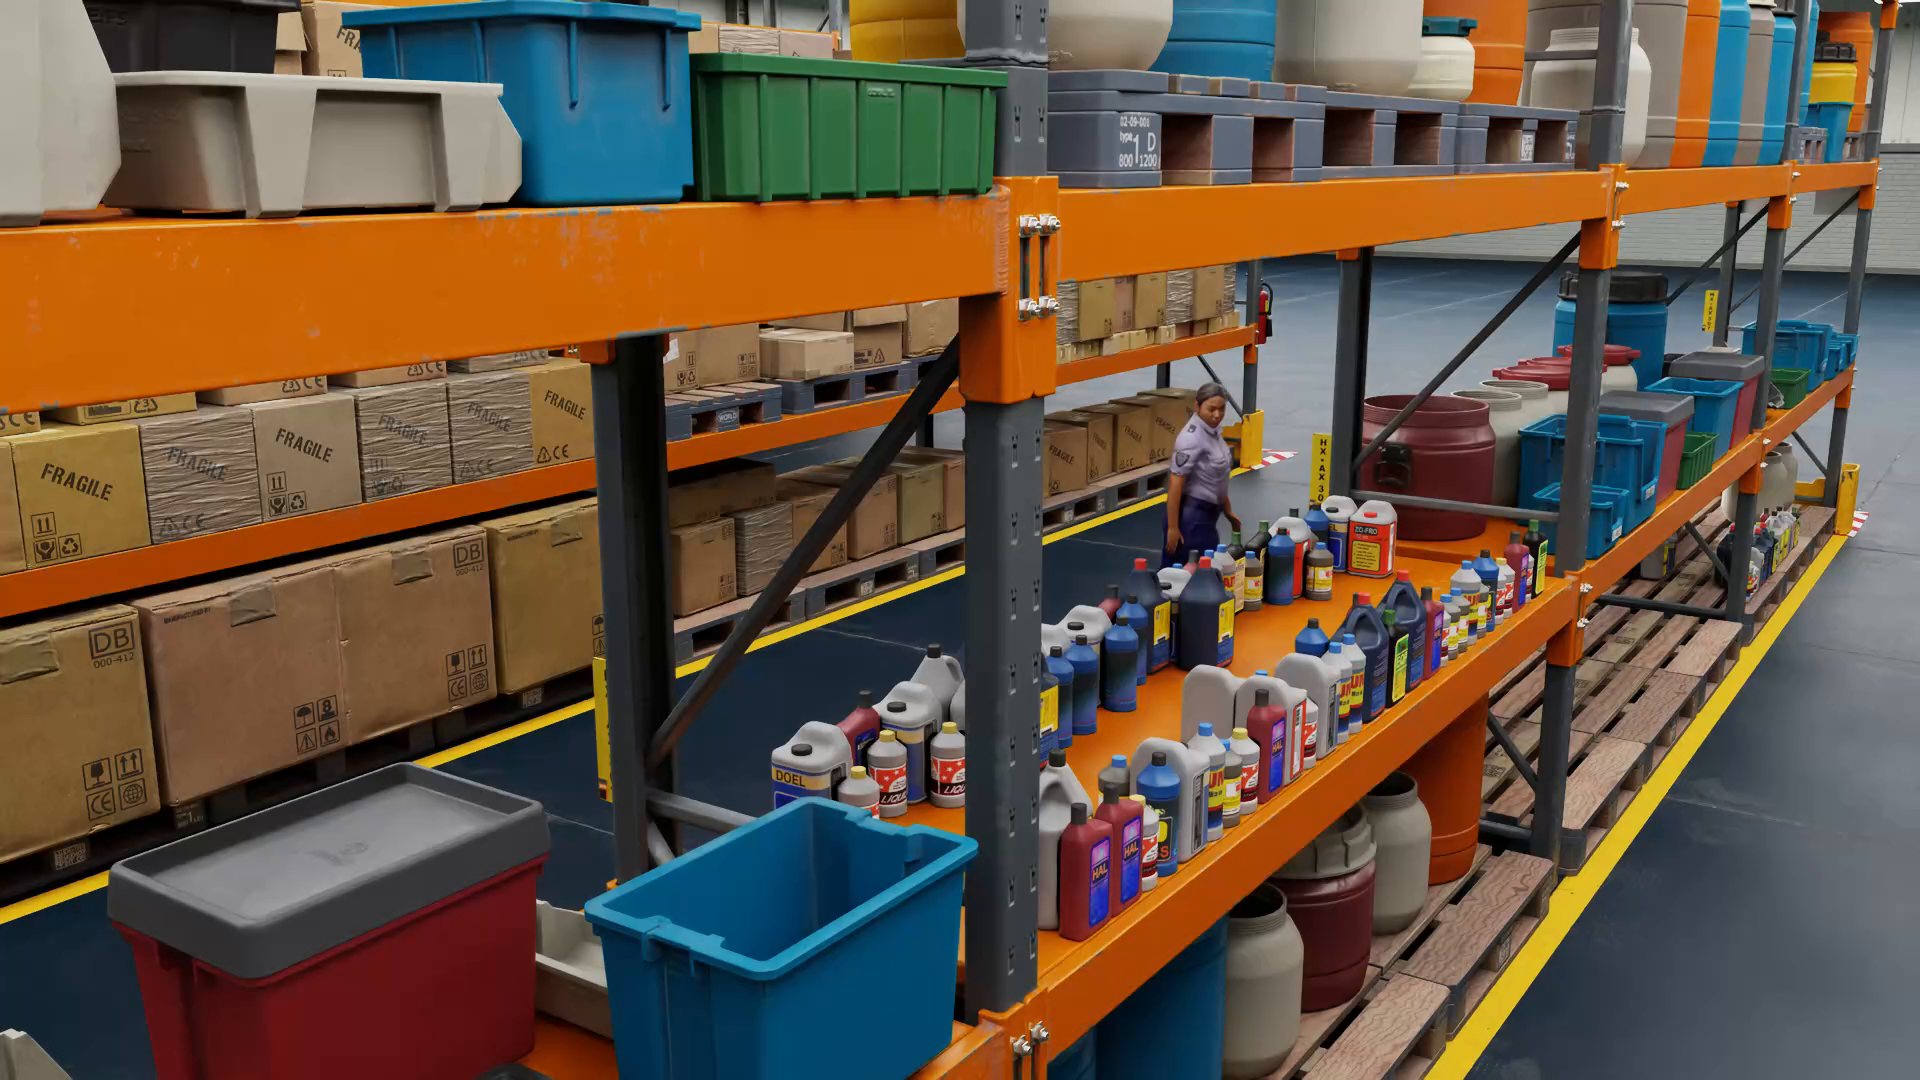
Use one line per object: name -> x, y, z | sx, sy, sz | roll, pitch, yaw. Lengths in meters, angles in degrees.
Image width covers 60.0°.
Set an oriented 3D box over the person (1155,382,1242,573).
person -> 1.387, -0.112, 9.503 | 0.873, 1.608, 0.639 | 4, 14, 16
